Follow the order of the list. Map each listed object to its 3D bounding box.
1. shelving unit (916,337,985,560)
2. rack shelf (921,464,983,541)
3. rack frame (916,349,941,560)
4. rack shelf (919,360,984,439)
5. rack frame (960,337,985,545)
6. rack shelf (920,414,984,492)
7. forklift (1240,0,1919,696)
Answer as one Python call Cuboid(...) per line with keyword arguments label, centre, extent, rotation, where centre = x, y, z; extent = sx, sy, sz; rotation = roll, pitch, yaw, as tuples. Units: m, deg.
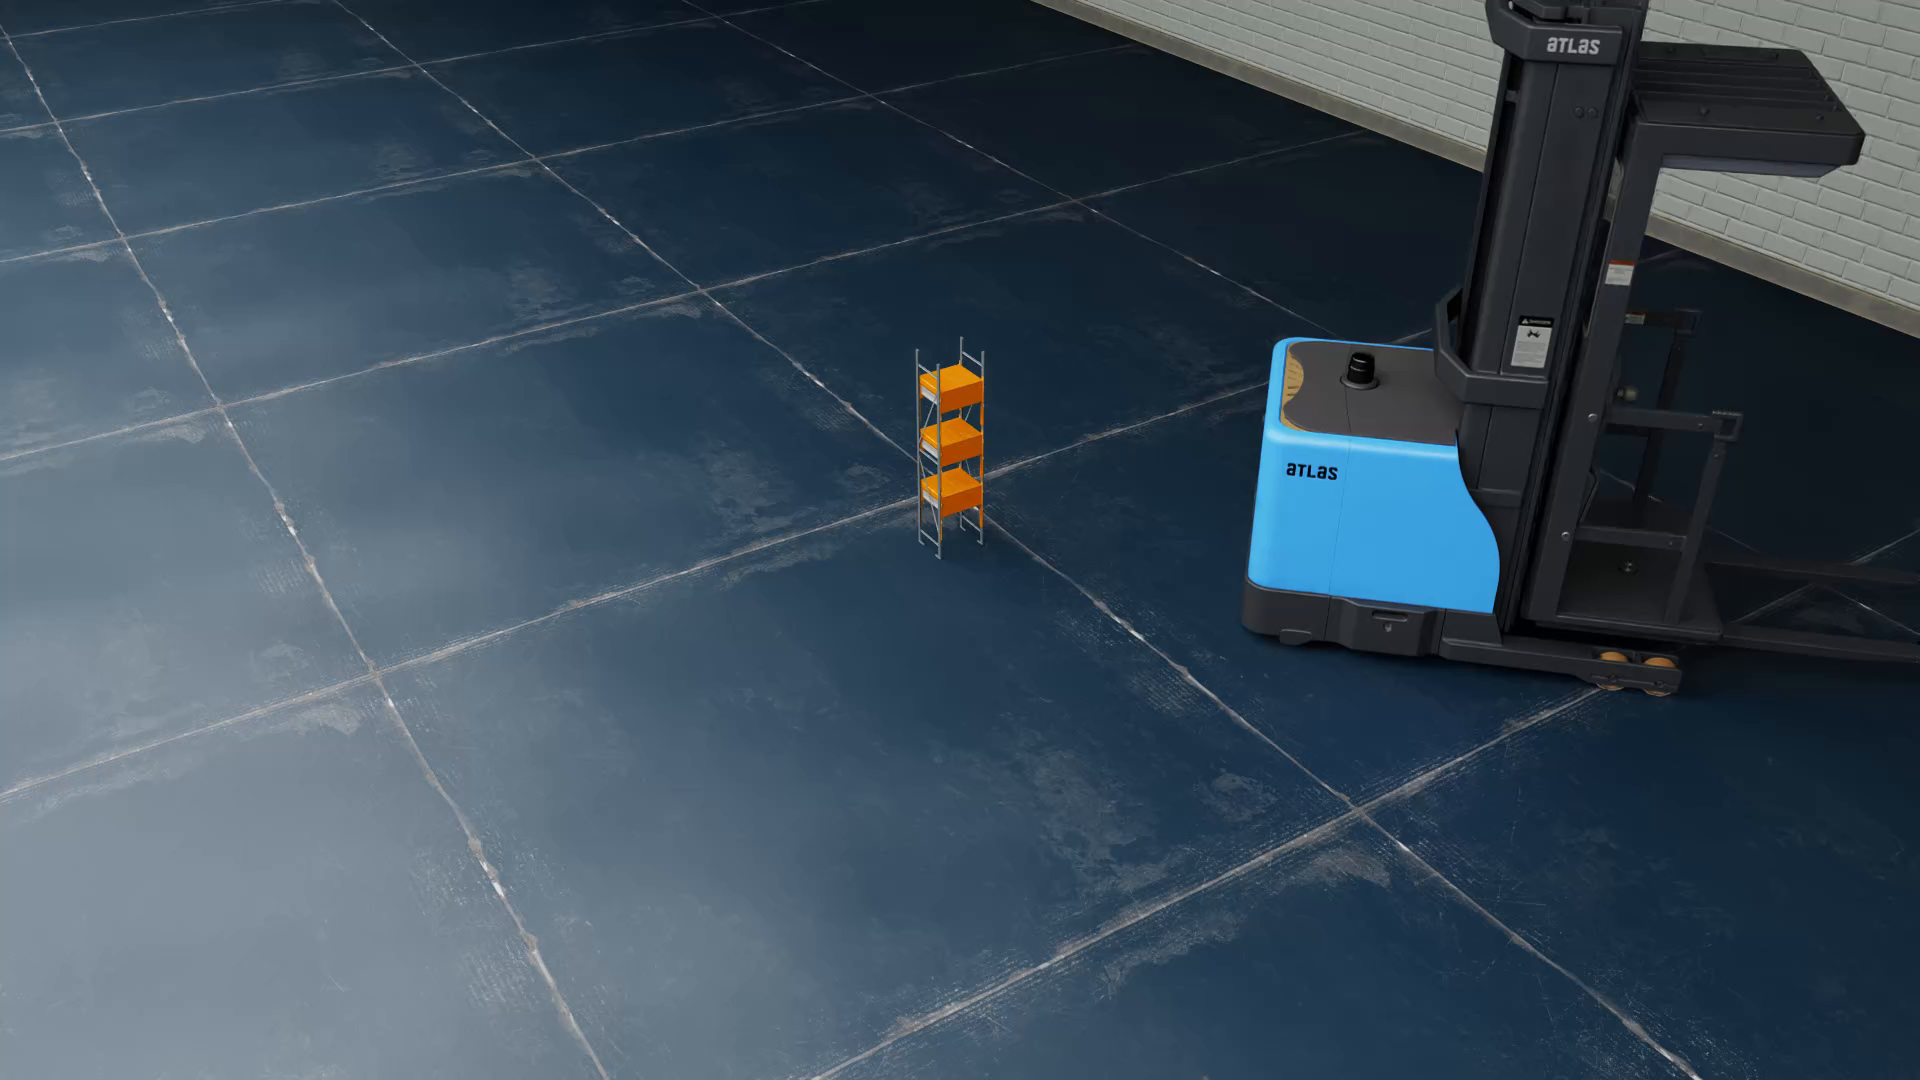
Cuboid(label="shelving unit", centre=(-0.045, -0.429, 7.945), extent=(0.252, 1.050, 0.215), rotation=(-19, 37, -27))
Cuboid(label="rack shelf", centre=(-0.045, -0.185, 8.099), extent=(0.240, 0.259, 0.215), rotation=(-19, 37, -27))
Cuboid(label="rack frame", centre=(-0.148, -0.393, 7.889), extent=(0.008, 1.050, 0.200), rotation=(-19, 37, -27))
Cuboid(label="rack shelf", centre=(-0.045, -0.660, 7.800), extent=(0.240, 0.259, 0.215), rotation=(-19, 37, -27))
Cuboid(label="rack frame", centre=(0.058, -0.464, 8.001), extent=(0.008, 1.050, 0.200), rotation=(-19, 37, -27))
Cuboid(label="rack shelf", centre=(-0.045, -0.420, 7.951), extent=(0.240, 0.259, 0.215), rotation=(-19, 37, -27))
Cuboid(label="forklift", centre=(2.842, -0.876, 6.892), extent=(3.031, 2.935, 1.130), rotation=(6, 33, 10))
